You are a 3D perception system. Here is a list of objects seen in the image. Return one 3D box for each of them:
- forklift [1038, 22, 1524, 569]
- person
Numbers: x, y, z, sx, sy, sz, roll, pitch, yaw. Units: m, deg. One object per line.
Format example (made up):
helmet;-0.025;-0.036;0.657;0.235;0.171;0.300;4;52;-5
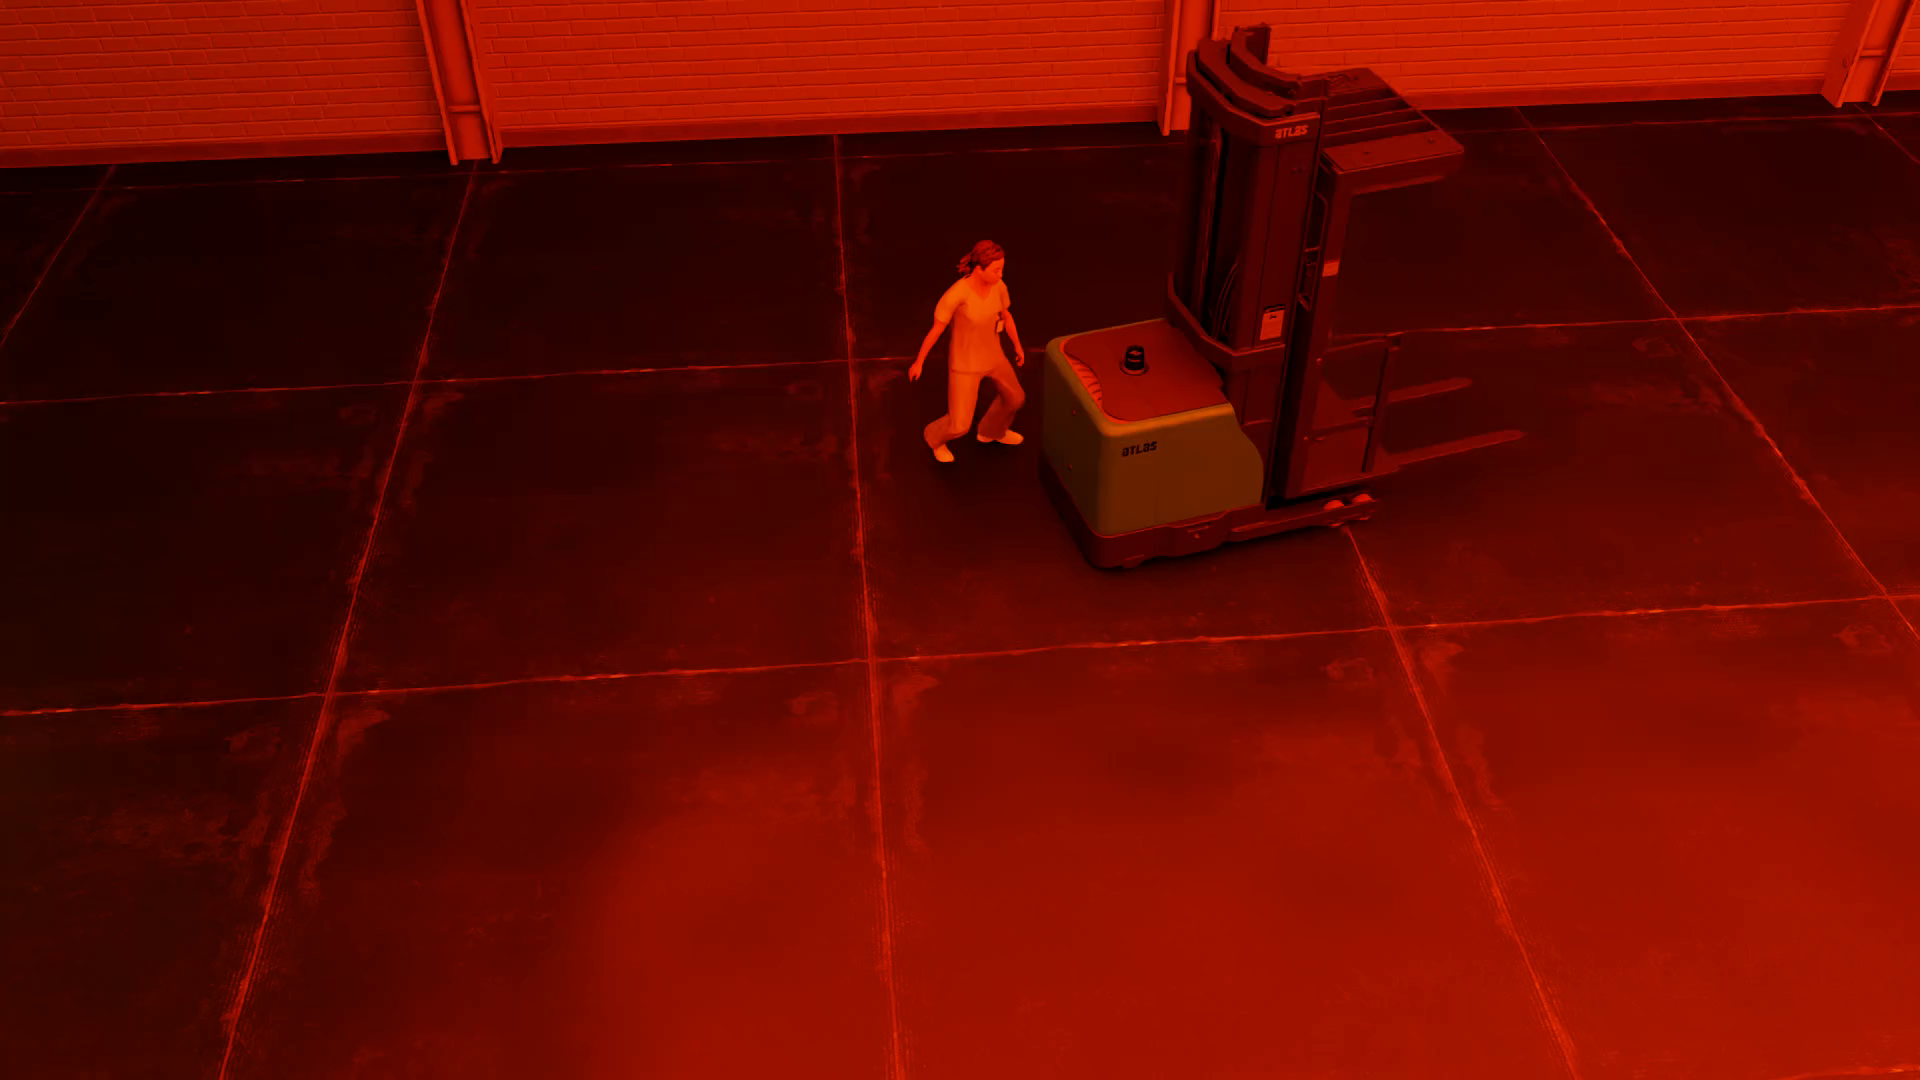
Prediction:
forklift;2.071;-1.509;9.702;3.031;2.935;1.130;-12;42;-14
person;0.050;-1.148;10.317;0.799;1.597;0.486;-22;45;-24
